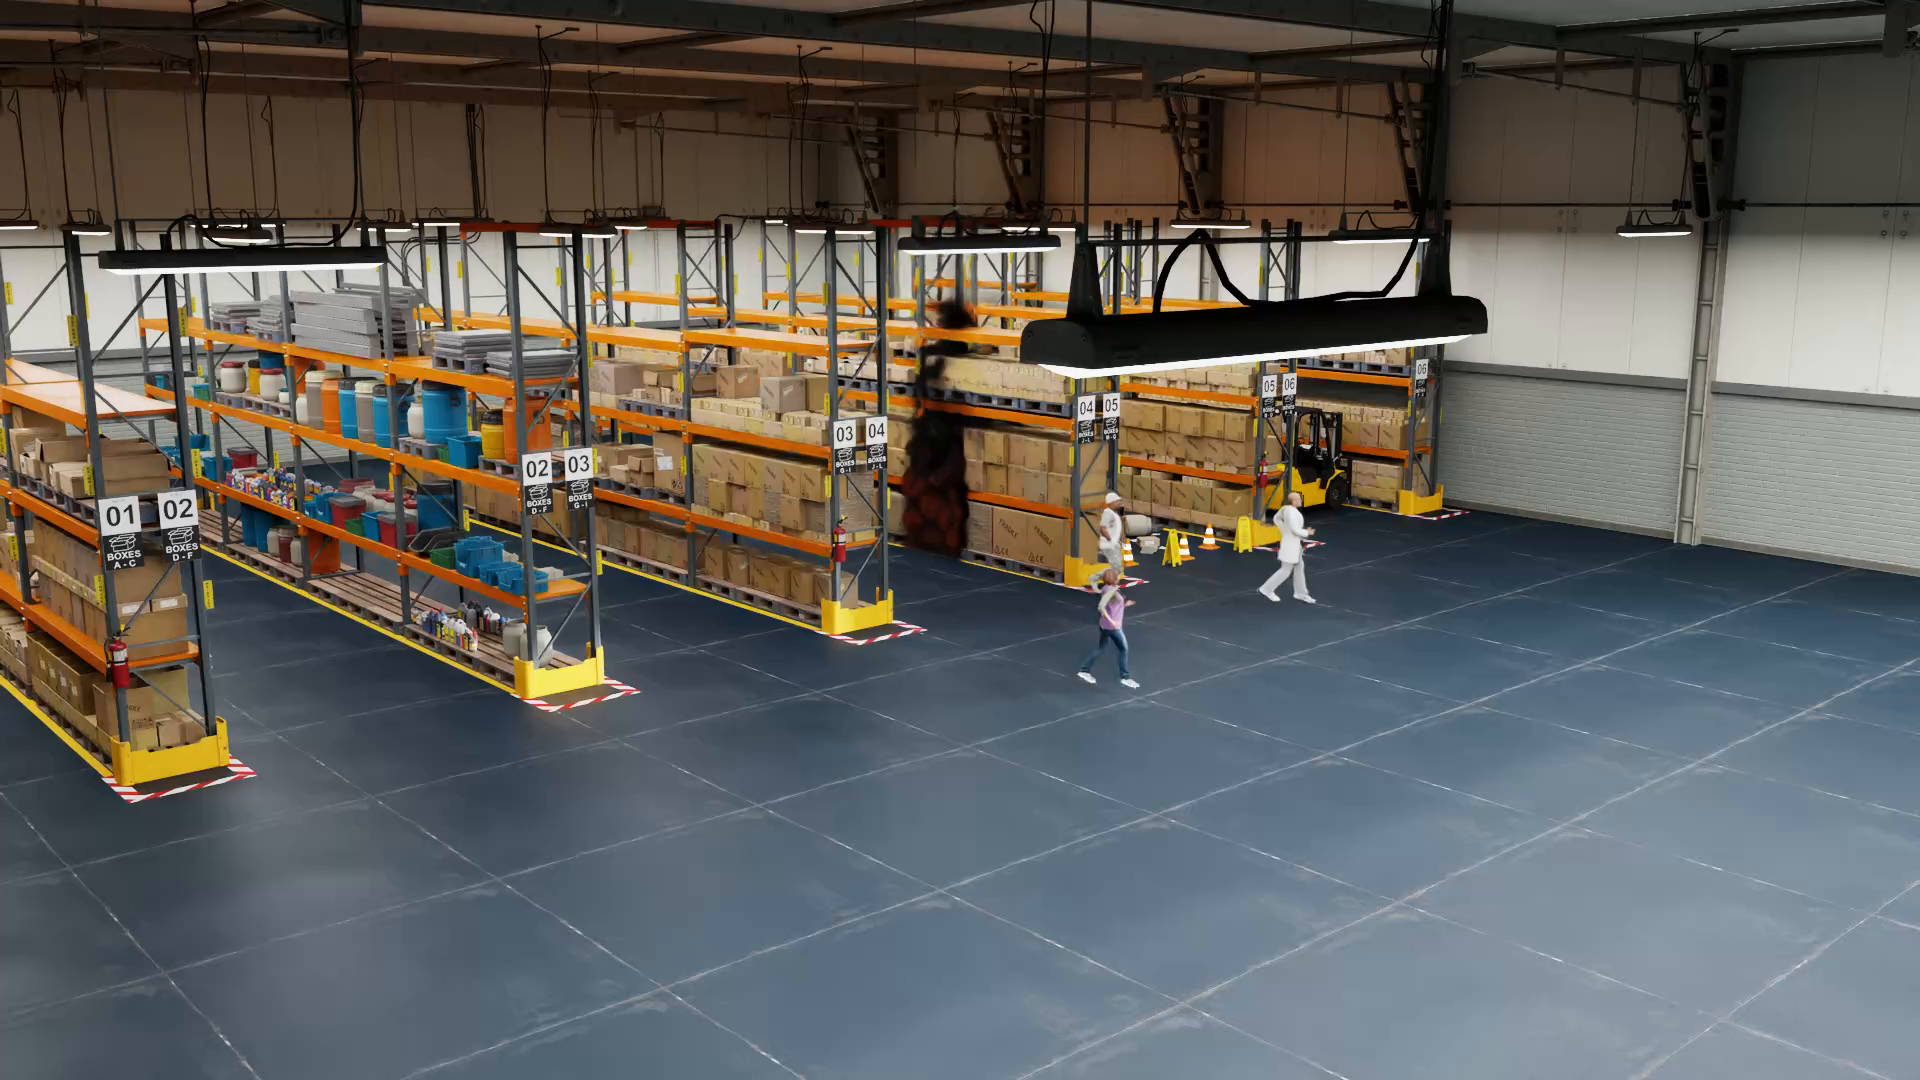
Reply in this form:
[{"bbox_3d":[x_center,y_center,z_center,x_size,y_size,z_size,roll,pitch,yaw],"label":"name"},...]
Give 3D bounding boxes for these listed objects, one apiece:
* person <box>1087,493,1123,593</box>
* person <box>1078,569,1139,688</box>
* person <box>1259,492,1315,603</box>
[{"bbox_3d":[2.371,0.101,27.030,0.574,1.764,0.705,2,12,9],"label":"person"},{"bbox_3d":[1.972,1.171,21.935,0.822,1.618,0.522,-3,12,-12],"label":"person"},{"bbox_3d":[5.282,0.131,26.691,0.932,1.820,0.733,1,11,3],"label":"person"}]
